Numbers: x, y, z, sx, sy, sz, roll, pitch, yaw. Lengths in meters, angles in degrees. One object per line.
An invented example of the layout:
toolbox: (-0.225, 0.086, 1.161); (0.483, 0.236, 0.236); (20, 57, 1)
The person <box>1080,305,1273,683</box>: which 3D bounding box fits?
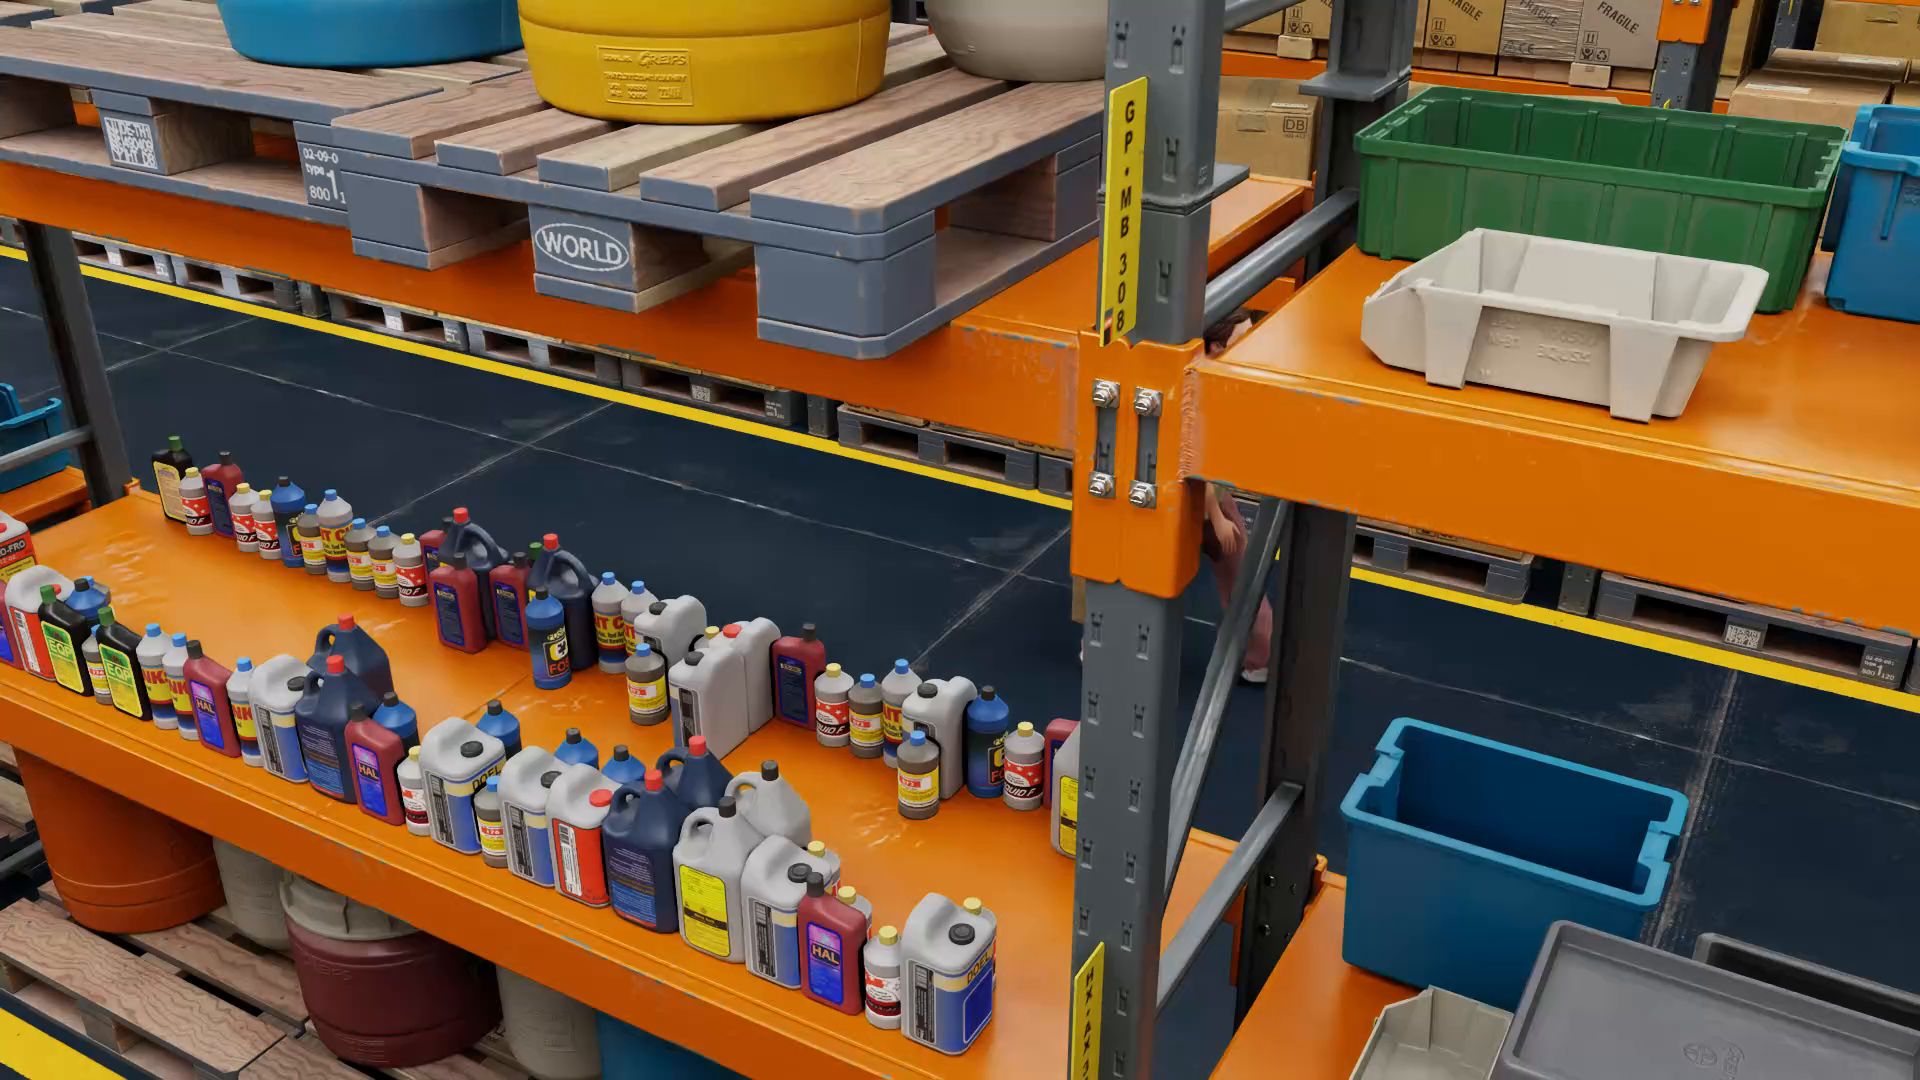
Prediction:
person: (0.947, -0.149, 6.394); (0.952, 1.612, 0.474); (9, 28, 18)
